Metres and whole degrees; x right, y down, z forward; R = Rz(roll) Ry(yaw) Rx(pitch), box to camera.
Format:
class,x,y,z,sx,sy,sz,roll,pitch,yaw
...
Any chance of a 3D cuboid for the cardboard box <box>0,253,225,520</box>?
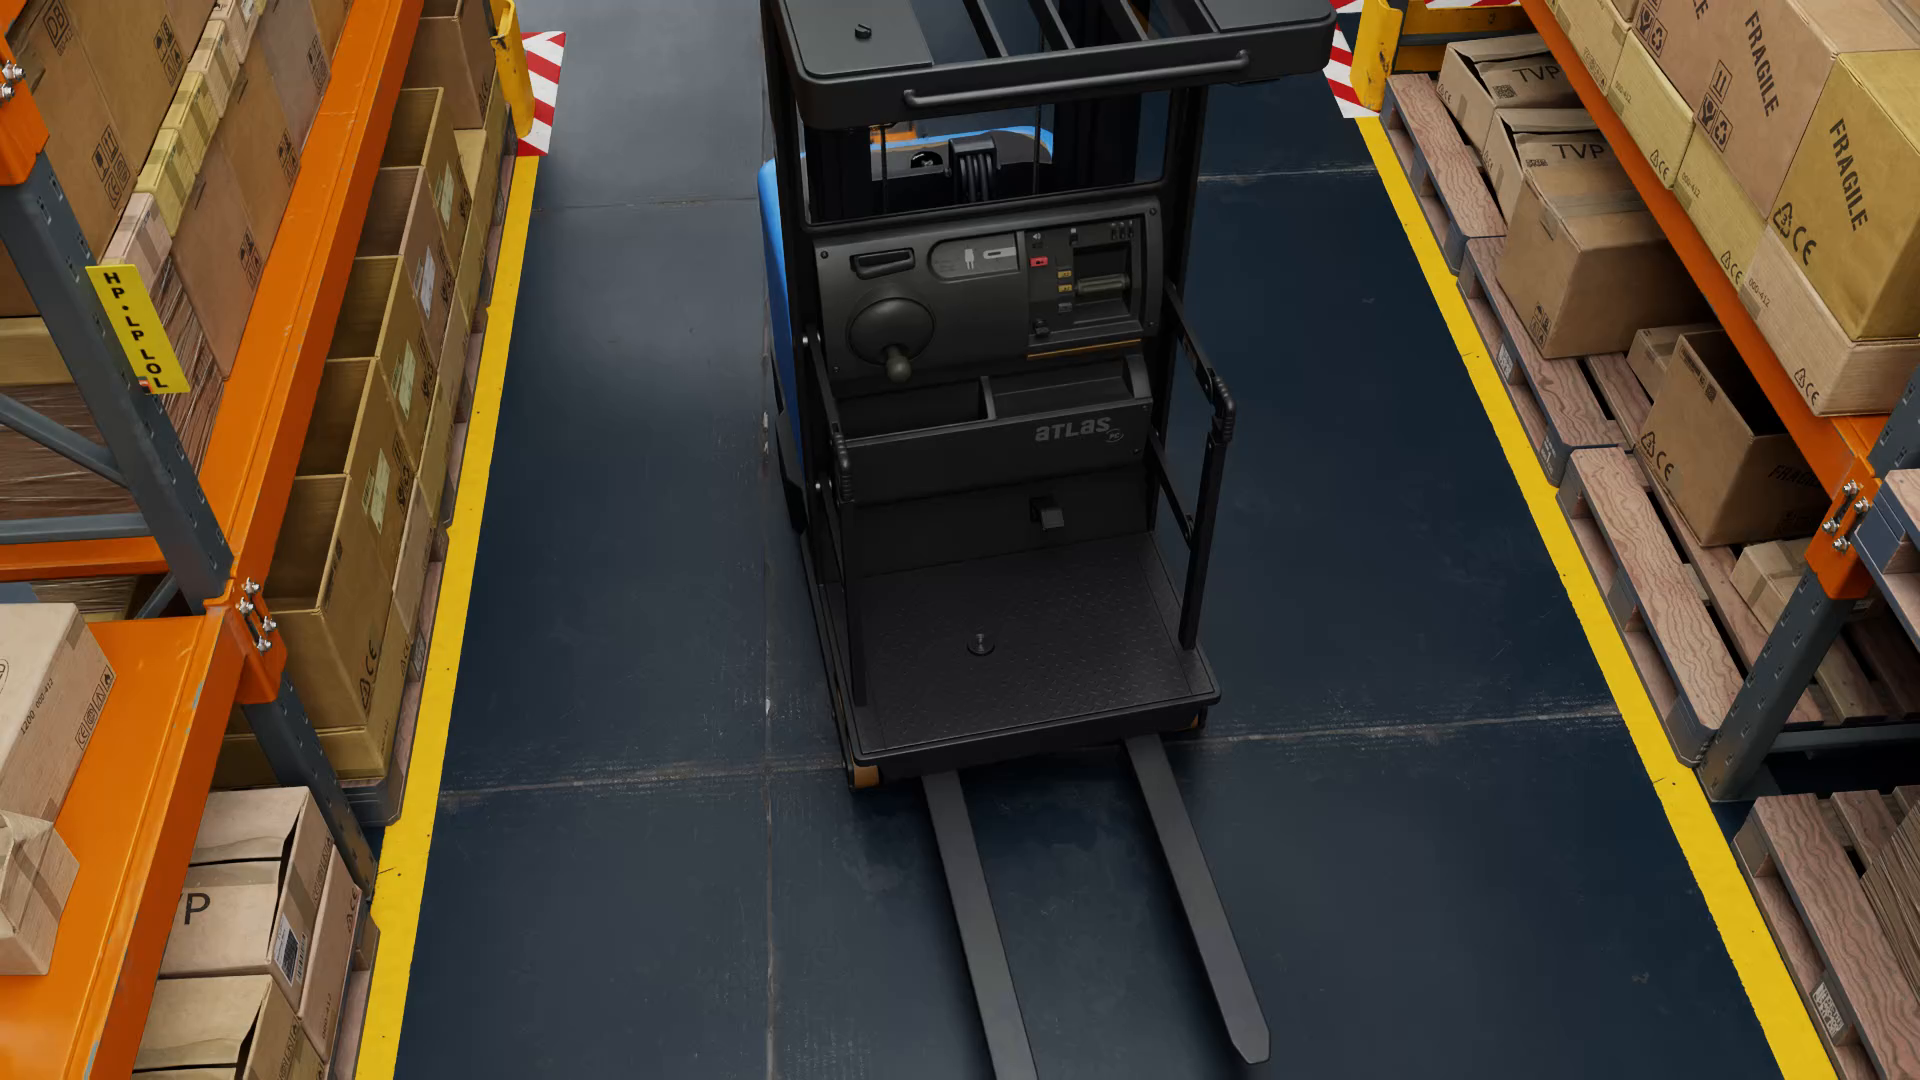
class,x,y,z,sx,sy,sz,roll,pitch,yaw
cardboard box,-2.232,-0.362,3.958,0.700,0.500,0.500,-5,47,-4

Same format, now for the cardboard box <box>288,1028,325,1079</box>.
class,x,y,z,sx,sy,sz,roll,pitch,yaw
cardboard box,-1.825,1.442,3.922,0.500,0.250,0.500,-4,47,-4

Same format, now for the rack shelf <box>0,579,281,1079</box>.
class,x,y,z,sx,sy,sz,roll,pitch,yaw
rack shelf,-2.022,1.687,2.582,1.077,0.370,4.000,-3,47,-3

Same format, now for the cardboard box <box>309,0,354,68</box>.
class,x,y,z,sx,sy,sz,roll,pitch,yaw
cardboard box,-2.413,-1.858,5.375,0.700,0.500,0.500,-3,47,-3

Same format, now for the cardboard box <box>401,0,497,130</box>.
class,x,y,z,sx,sy,sz,roll,pitch,yaw
cardboard box,-2.182,-1.988,6.655,0.500,0.500,0.500,-3,47,-3

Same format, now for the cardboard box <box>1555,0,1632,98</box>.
class,x,y,z,sx,sy,sz,roll,pitch,yaw
cardboard box,2.271,-1.678,5.363,0.500,0.250,0.500,-3,47,-3

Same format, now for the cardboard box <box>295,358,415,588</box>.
class,x,y,z,sx,sy,sz,roll,pitch,yaw
cardboard box,-1.965,-0.180,4.942,0.500,0.500,0.500,-3,47,-3

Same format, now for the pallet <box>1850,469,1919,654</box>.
class,x,y,z,sx,sy,sz,roll,pitch,yaw
pallet,2.666,0.317,3.516,1.003,0.211,1.213,-3,47,-3

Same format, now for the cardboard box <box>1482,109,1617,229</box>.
class,x,y,z,sx,sy,sz,roll,pitch,yaw
cardboard box,2.428,-1.513,6.666,0.500,0.311,0.500,0,47,0

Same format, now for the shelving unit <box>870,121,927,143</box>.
class,x,y,z,sx,sy,sz,roll,pitch,yaw
shelving unit,-0.235,-1.085,6.055,0.215,1.050,0.252,-9,47,-8

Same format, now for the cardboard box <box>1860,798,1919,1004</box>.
class,x,y,z,sx,sy,sz,roll,pitch,yaw
cardboard box,2.825,0.929,4.223,0.700,0.500,0.500,-2,47,-2

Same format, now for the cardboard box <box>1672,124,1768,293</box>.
class,x,y,z,sx,sy,sz,roll,pitch,yaw
cardboard box,2.372,-0.951,4.675,0.500,0.250,0.500,-3,47,-3

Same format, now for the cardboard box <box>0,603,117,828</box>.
class,x,y,z,sx,sy,sz,roll,pitch,yaw
cardboard box,-2.104,0.398,3.410,0.500,0.250,0.500,-1,47,-1

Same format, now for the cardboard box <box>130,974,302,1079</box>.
class,x,y,z,sx,sy,sz,roll,pitch,yaw
cardboard box,-1.820,1.253,3.716,0.500,0.311,0.500,-2,47,-2

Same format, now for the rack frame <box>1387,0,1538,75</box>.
class,x,y,z,sx,sy,sz,roll,pitch,yaw
rack frame,2.412,-3.205,6.719,1.000,3.000,0.127,-3,47,-3

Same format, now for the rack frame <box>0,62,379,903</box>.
class,x,y,z,sx,sy,sz,roll,pitch,yaw
rack frame,-2.189,-0.007,3.691,1.000,3.000,0.127,-3,47,-3

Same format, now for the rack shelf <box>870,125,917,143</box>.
class,x,y,z,sx,sy,sz,roll,pitch,yaw
rack shelf,-0.235,-1.273,5.856,0.215,0.259,0.240,-9,47,-8

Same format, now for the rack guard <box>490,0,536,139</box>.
class,x,y,z,sx,sy,sz,roll,pitch,yaw
rack guard,-2.526,-2.059,7.356,1.175,0.500,0.348,-3,47,-3

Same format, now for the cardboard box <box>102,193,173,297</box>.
class,x,y,z,sx,sy,sz,roll,pitch,yaw
cardboard box,-2.040,-0.652,3.786,0.380,0.149,0.250,-3,47,-3

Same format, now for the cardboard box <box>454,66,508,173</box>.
class,x,y,z,sx,sy,sz,roll,pitch,yaw
cardboard box,-2.184,-1.730,6.927,0.500,0.250,0.500,-3,47,-3

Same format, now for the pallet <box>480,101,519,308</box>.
class,x,y,z,sx,sy,sz,roll,pitch,yaw
pallet,-2.418,-1.392,6.922,1.003,0.211,1.213,-3,47,-3

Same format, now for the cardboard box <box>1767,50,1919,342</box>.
class,x,y,z,sx,sy,sz,roll,pitch,yaw
cardboard box,2.399,-0.847,4.060,0.500,0.500,0.500,-4,47,-3

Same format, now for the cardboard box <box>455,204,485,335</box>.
class,x,y,z,sx,sy,sz,roll,pitch,yaw
cardboard box,-2.087,-1.007,6.243,0.500,0.250,0.500,-3,47,-3

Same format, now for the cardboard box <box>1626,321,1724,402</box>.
class,x,y,z,sx,sy,sz,roll,pitch,yaw
cardboard box,2.633,-0.640,5.951,0.380,0.149,0.250,-7,47,-6

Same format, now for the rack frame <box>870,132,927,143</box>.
class,x,y,z,sx,sy,sz,roll,pitch,yaw
rack frame,-0.209,-0.999,5.973,0.200,1.050,0.008,-9,47,-8

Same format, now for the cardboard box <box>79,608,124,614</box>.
class,x,y,z,sx,sy,sz,roll,pitch,yaw
cardboard box,-2.478,0.109,5.185,0.500,0.250,0.500,-3,47,-3

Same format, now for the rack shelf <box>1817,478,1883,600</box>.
class,x,y,z,sx,sy,sz,roll,pitch,yaw
rack shelf,2.914,1.383,2.869,1.077,0.370,4.000,-3,47,-3

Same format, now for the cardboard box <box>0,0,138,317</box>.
class,x,y,z,sx,sy,sz,roll,pitch,yaw
cardboard box,-2.232,-0.808,3.487,0.700,0.500,0.500,-3,47,-3

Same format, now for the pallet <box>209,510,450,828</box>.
class,x,y,z,sx,sy,sz,roll,pitch,yaw
pallet,-2.214,0.374,5.251,1.003,0.211,1.213,-3,47,-3

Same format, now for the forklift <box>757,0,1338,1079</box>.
class,x,y,z,sx,sy,sz,roll,pitch,yaw
forklift,0.134,-0.563,4.265,1.130,2.935,3.031,-9,47,-8

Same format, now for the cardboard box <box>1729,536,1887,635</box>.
class,x,y,z,sx,sy,sz,roll,pitch,yaw
cardboard box,2.672,0.127,5.212,0.380,0.166,0.250,-9,47,-8

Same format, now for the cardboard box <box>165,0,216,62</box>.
class,x,y,z,sx,sy,sz,roll,pitch,yaw
cardboard box,-2.317,-1.536,4.177,0.700,0.500,0.500,-4,47,-3

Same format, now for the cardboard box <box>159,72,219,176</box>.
class,x,y,z,sx,sy,sz,roll,pitch,yaw
cardboard box,-2.086,-1.029,4.143,0.380,0.149,0.250,-4,47,-4

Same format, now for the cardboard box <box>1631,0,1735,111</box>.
class,x,y,z,sx,sy,sz,roll,pitch,yaw
cardboard box,2.320,-1.573,4.747,0.500,0.500,0.500,-5,47,-4

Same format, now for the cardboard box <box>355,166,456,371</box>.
class,x,y,z,sx,sy,sz,roll,pitch,yaw
cardboard box,-2.043,-0.904,5.628,0.500,0.500,0.500,-3,47,-3

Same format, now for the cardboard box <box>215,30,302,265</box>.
class,x,y,z,sx,sy,sz,roll,pitch,yaw
cardboard box,-2.321,-1.107,4.663,0.700,0.500,0.500,-3,47,-3

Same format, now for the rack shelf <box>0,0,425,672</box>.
class,x,y,z,sx,sy,sz,roll,pitch,yaw
rack shelf,-2.356,-1.207,5.322,1.077,0.370,4.000,-3,47,-3

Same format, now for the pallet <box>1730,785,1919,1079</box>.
class,x,y,z,sx,sy,sz,roll,pitch,yaw
pallet,2.814,1.211,4.458,1.003,0.211,1.213,-3,47,-3

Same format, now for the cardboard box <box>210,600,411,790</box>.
class,x,y,z,sx,sy,sz,roll,pitch,yaw
cardboard box,-1.926,0.440,4.872,0.500,0.250,0.500,-3,47,-3

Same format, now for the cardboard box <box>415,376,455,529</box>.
class,x,y,z,sx,sy,sz,roll,pitch,yaw
cardboard box,-1.999,-0.284,5.558,0.500,0.250,0.500,-3,47,-3

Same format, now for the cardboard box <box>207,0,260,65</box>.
class,x,y,z,sx,sy,sz,roll,pitch,yaw
cardboard box,-2.130,-1.403,4.497,0.380,0.149,0.250,-5,47,-4
